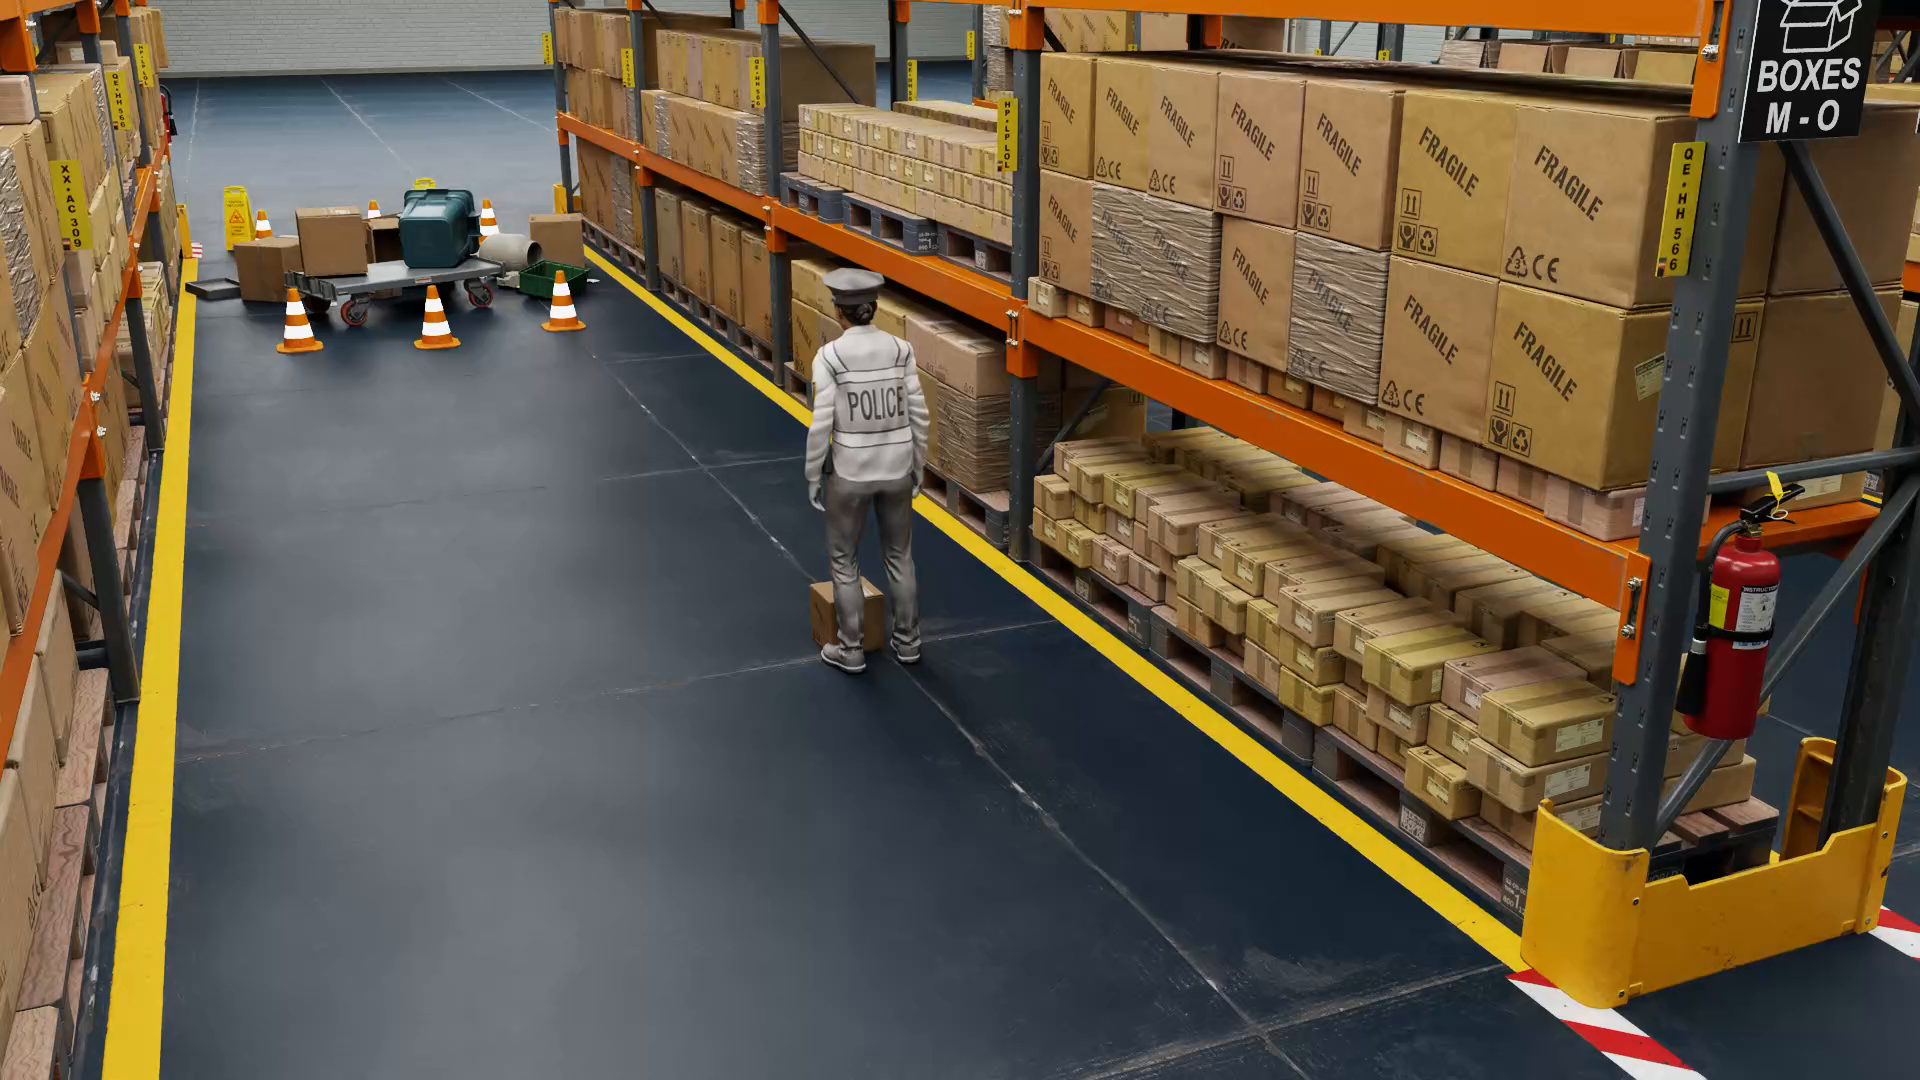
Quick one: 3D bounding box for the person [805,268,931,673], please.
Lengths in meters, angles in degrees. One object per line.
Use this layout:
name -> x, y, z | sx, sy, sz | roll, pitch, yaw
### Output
person -> -0.382, -0.265, 6.831 | 0.526, 1.663, 0.375 | -8, 21, -22
